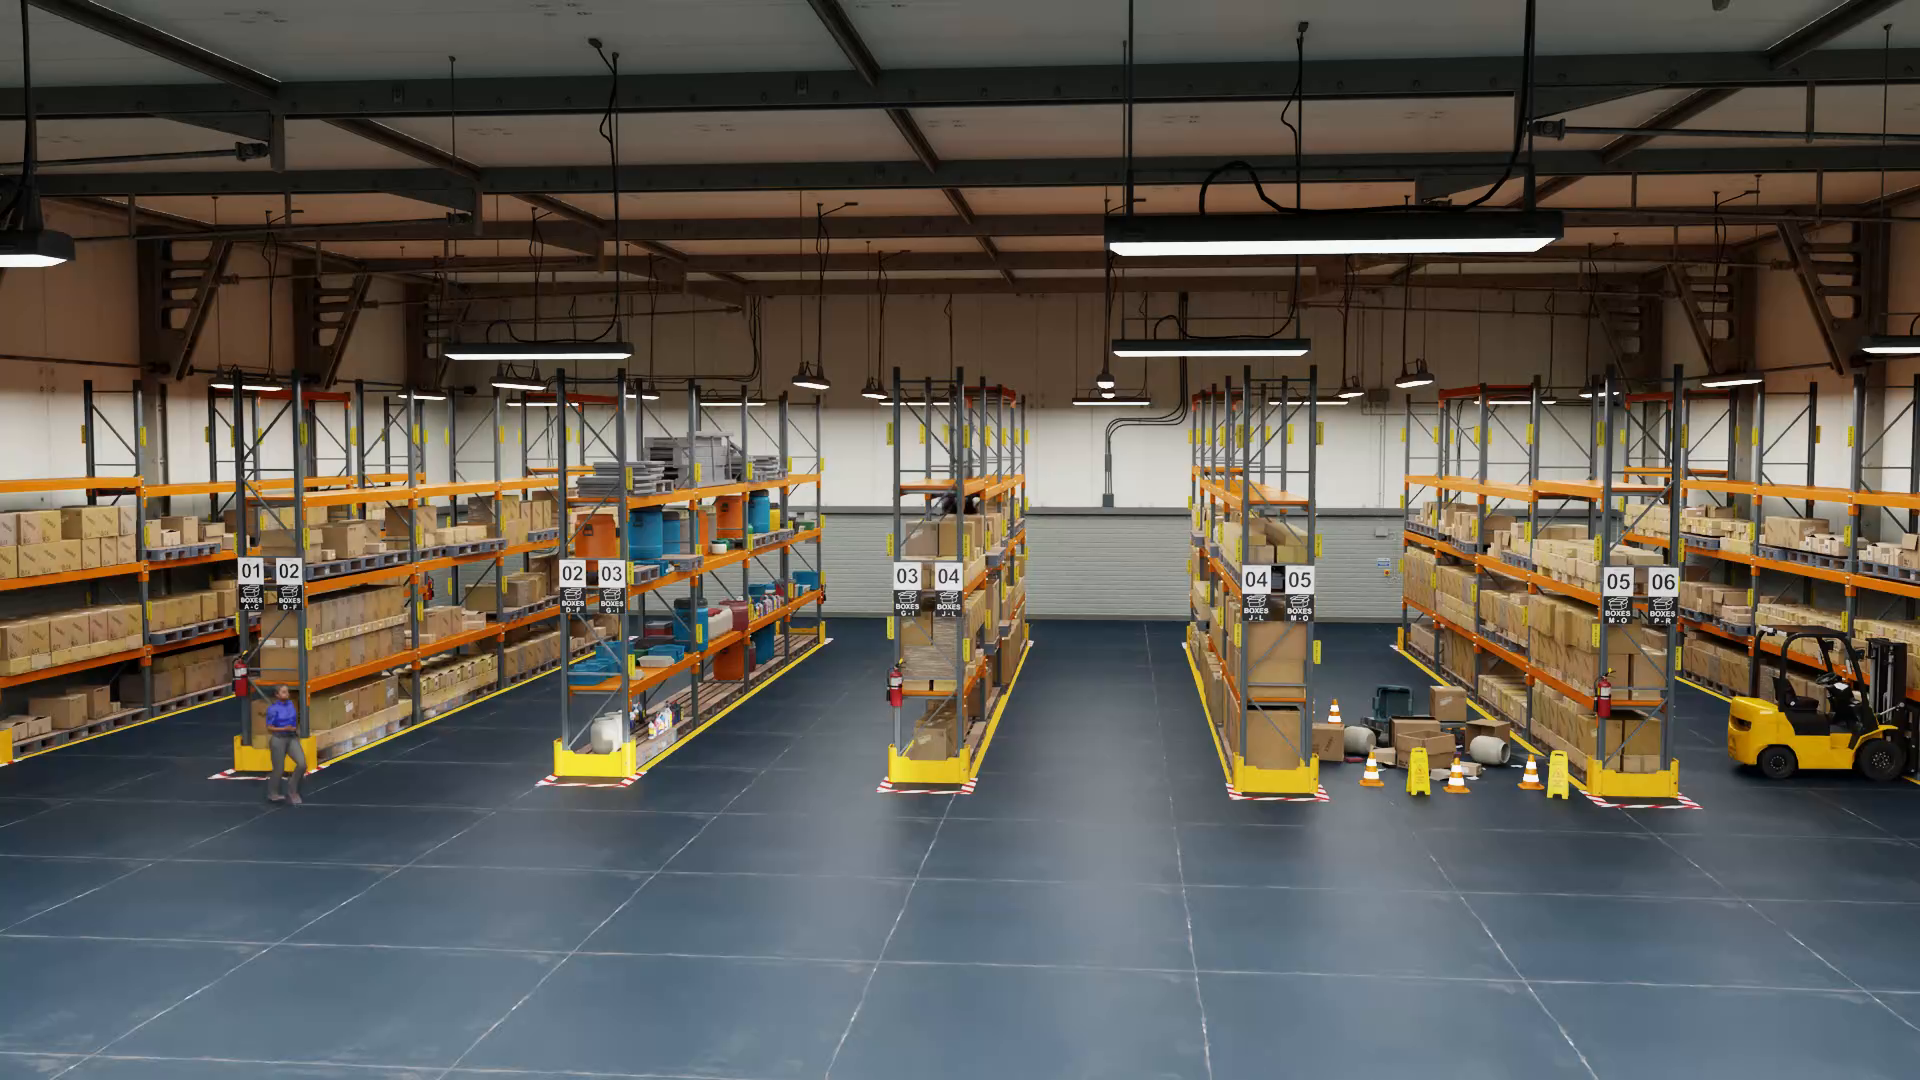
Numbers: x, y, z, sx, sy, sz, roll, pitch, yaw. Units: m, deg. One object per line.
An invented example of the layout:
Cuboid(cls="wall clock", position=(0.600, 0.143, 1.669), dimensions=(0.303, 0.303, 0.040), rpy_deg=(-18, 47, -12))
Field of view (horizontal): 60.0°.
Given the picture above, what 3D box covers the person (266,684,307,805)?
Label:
Cuboid(cls="person", position=(-9.156, 2.792, 22.564), dimensions=(0.717, 1.683, 0.550), rpy_deg=(2, 4, 33))
